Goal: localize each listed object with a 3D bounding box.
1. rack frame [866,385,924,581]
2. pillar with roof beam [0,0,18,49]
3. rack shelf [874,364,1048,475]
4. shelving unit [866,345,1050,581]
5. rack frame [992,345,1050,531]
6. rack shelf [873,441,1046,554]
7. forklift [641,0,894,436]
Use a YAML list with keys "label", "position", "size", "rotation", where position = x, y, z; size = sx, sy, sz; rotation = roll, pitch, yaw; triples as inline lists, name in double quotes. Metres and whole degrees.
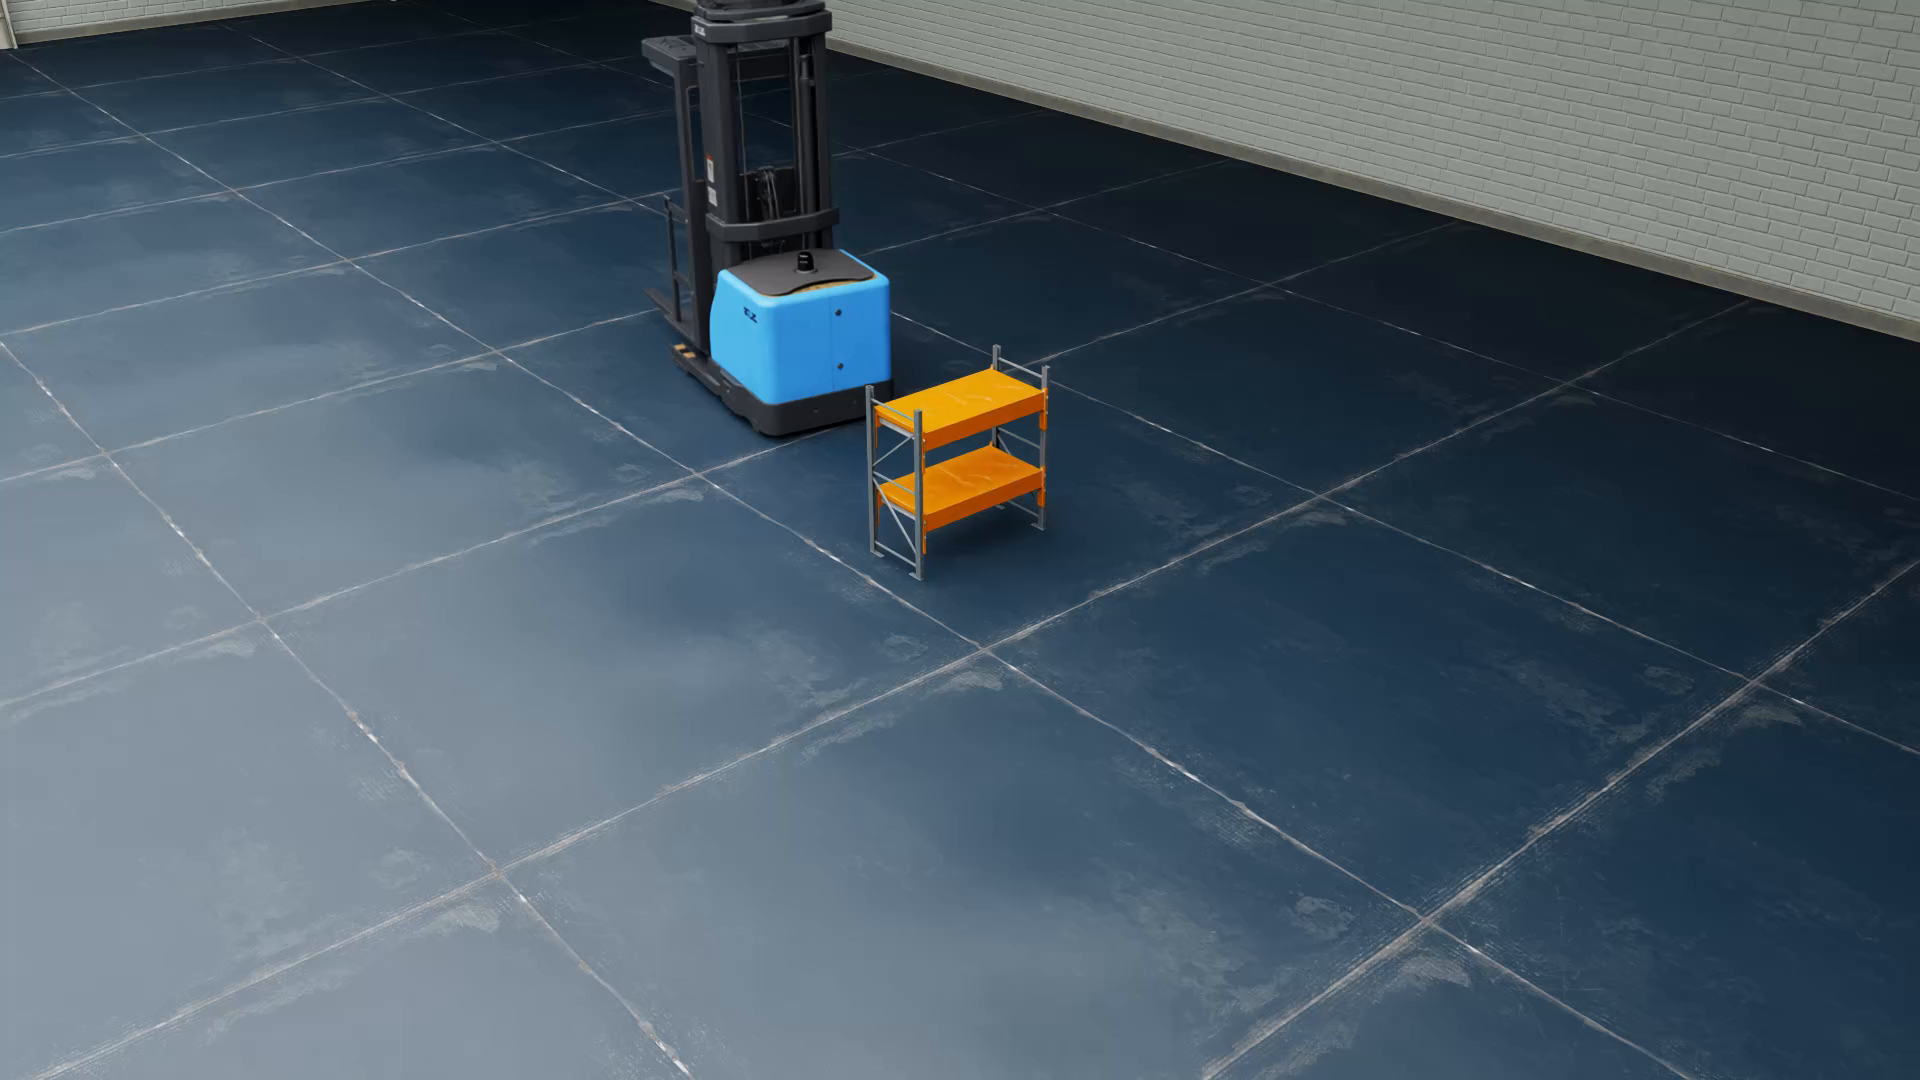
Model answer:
- label: "rack frame"
  position: [-0.392, -0.339, 10.048]
  size: [0.032, 1.125, 0.500]
  rotation: [-22, 35, -35]
- label: "pillar with roof beam"
  position: [-10.909, -9.446, 18.736]
  size: [0.400, 9.000, 9.100]
  rotation: [-22, 35, -35]
- label: "rack shelf"
  position: [-0.005, -0.752, 10.201]
  size: [1.000, 0.278, 0.538]
  rotation: [-22, 35, -35]
- label: "shelving unit"
  position: [-0.005, -0.494, 10.339]
  size: [1.048, 1.125, 0.538]
  rotation: [-22, 35, -35]
- label: "rack frame"
  position: [0.382, -0.650, 10.630]
  size: [0.032, 1.125, 0.500]
  rotation: [-22, 35, -35]
- label: "rack shelf"
  position: [-0.005, -0.278, 10.455]
  size: [1.000, 0.278, 0.538]
  rotation: [-22, 35, -35]
- label: "forklift"
  position: [-1.651, -2.697, 12.544]
  size: [1.130, 2.935, 3.031]
  rotation: [-15, 32, -26]
